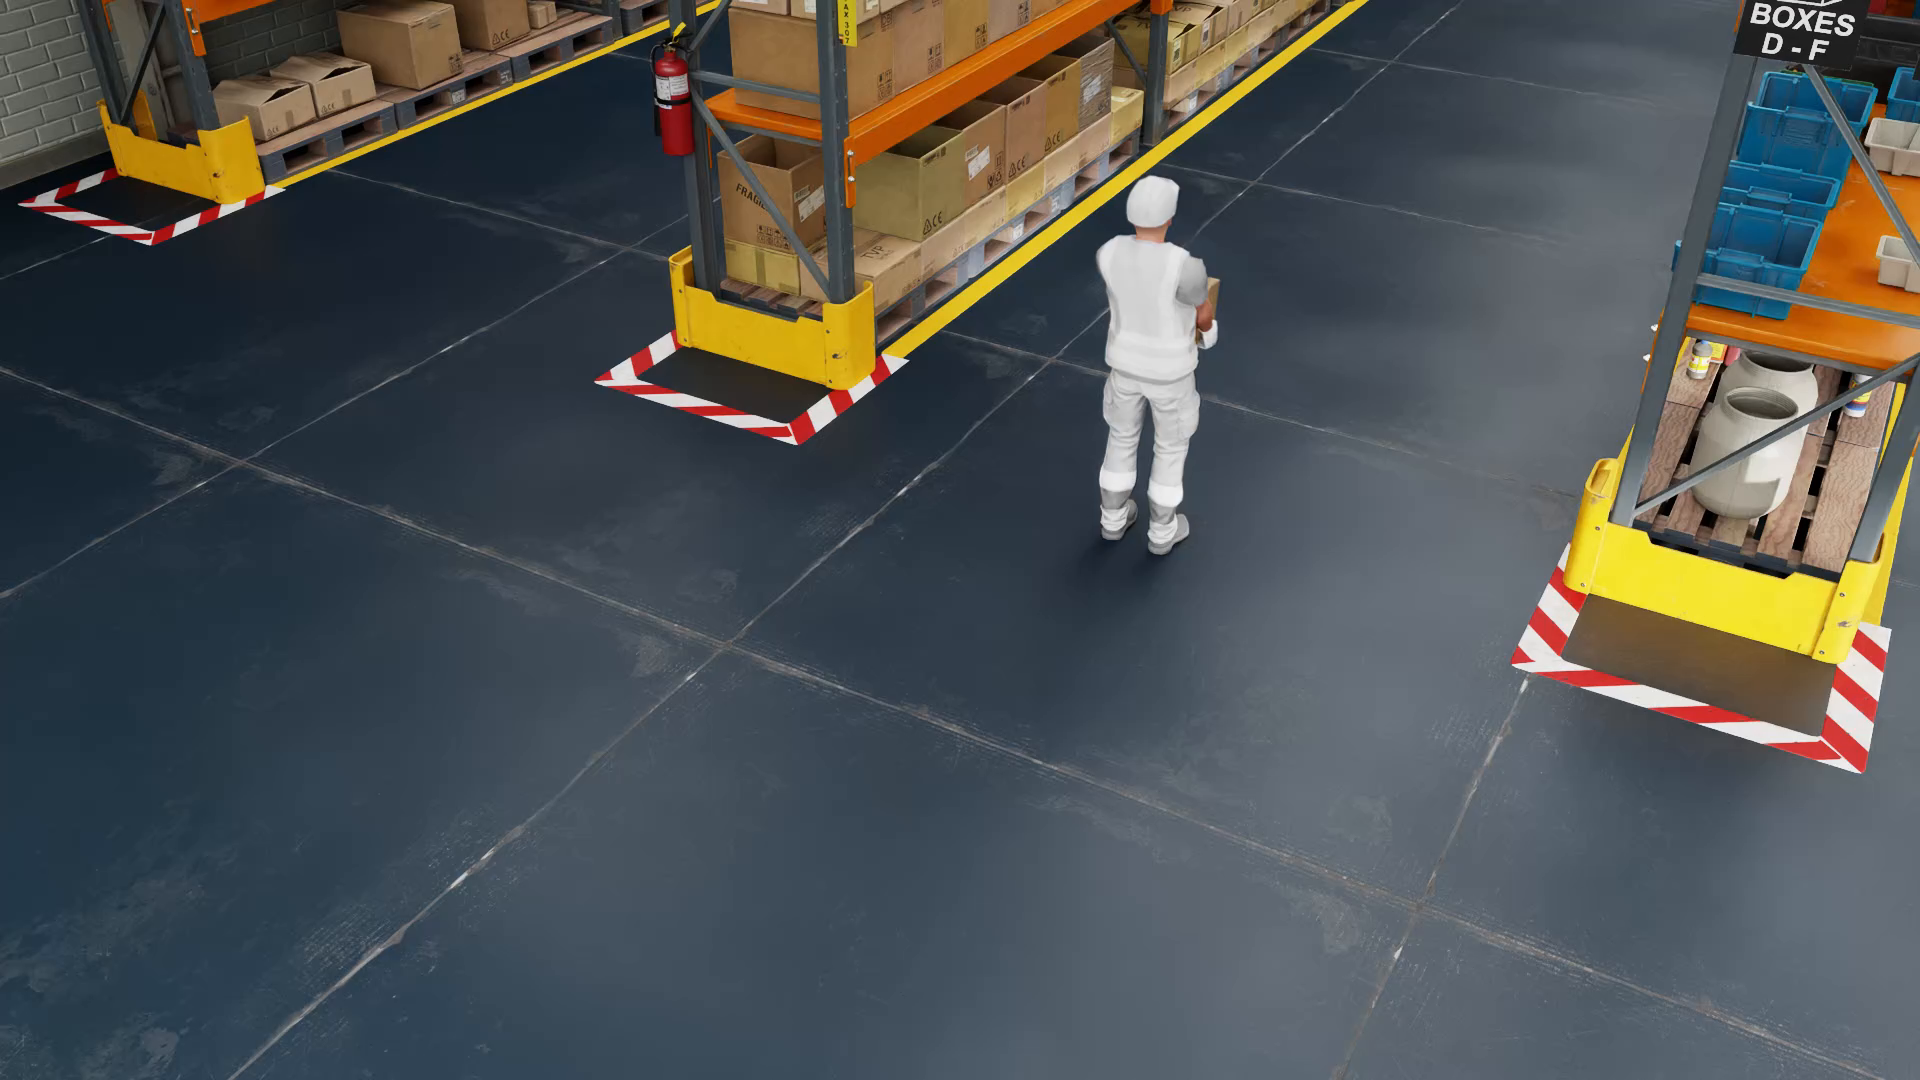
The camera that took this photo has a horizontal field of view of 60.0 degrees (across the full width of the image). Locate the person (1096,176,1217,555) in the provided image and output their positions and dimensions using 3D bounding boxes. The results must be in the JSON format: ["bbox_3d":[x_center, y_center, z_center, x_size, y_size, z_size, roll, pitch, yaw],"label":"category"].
[{"bbox_3d":[0.871,-0.806,7.328,0.494,1.783,0.572,18,38,24],"label":"person"}]
